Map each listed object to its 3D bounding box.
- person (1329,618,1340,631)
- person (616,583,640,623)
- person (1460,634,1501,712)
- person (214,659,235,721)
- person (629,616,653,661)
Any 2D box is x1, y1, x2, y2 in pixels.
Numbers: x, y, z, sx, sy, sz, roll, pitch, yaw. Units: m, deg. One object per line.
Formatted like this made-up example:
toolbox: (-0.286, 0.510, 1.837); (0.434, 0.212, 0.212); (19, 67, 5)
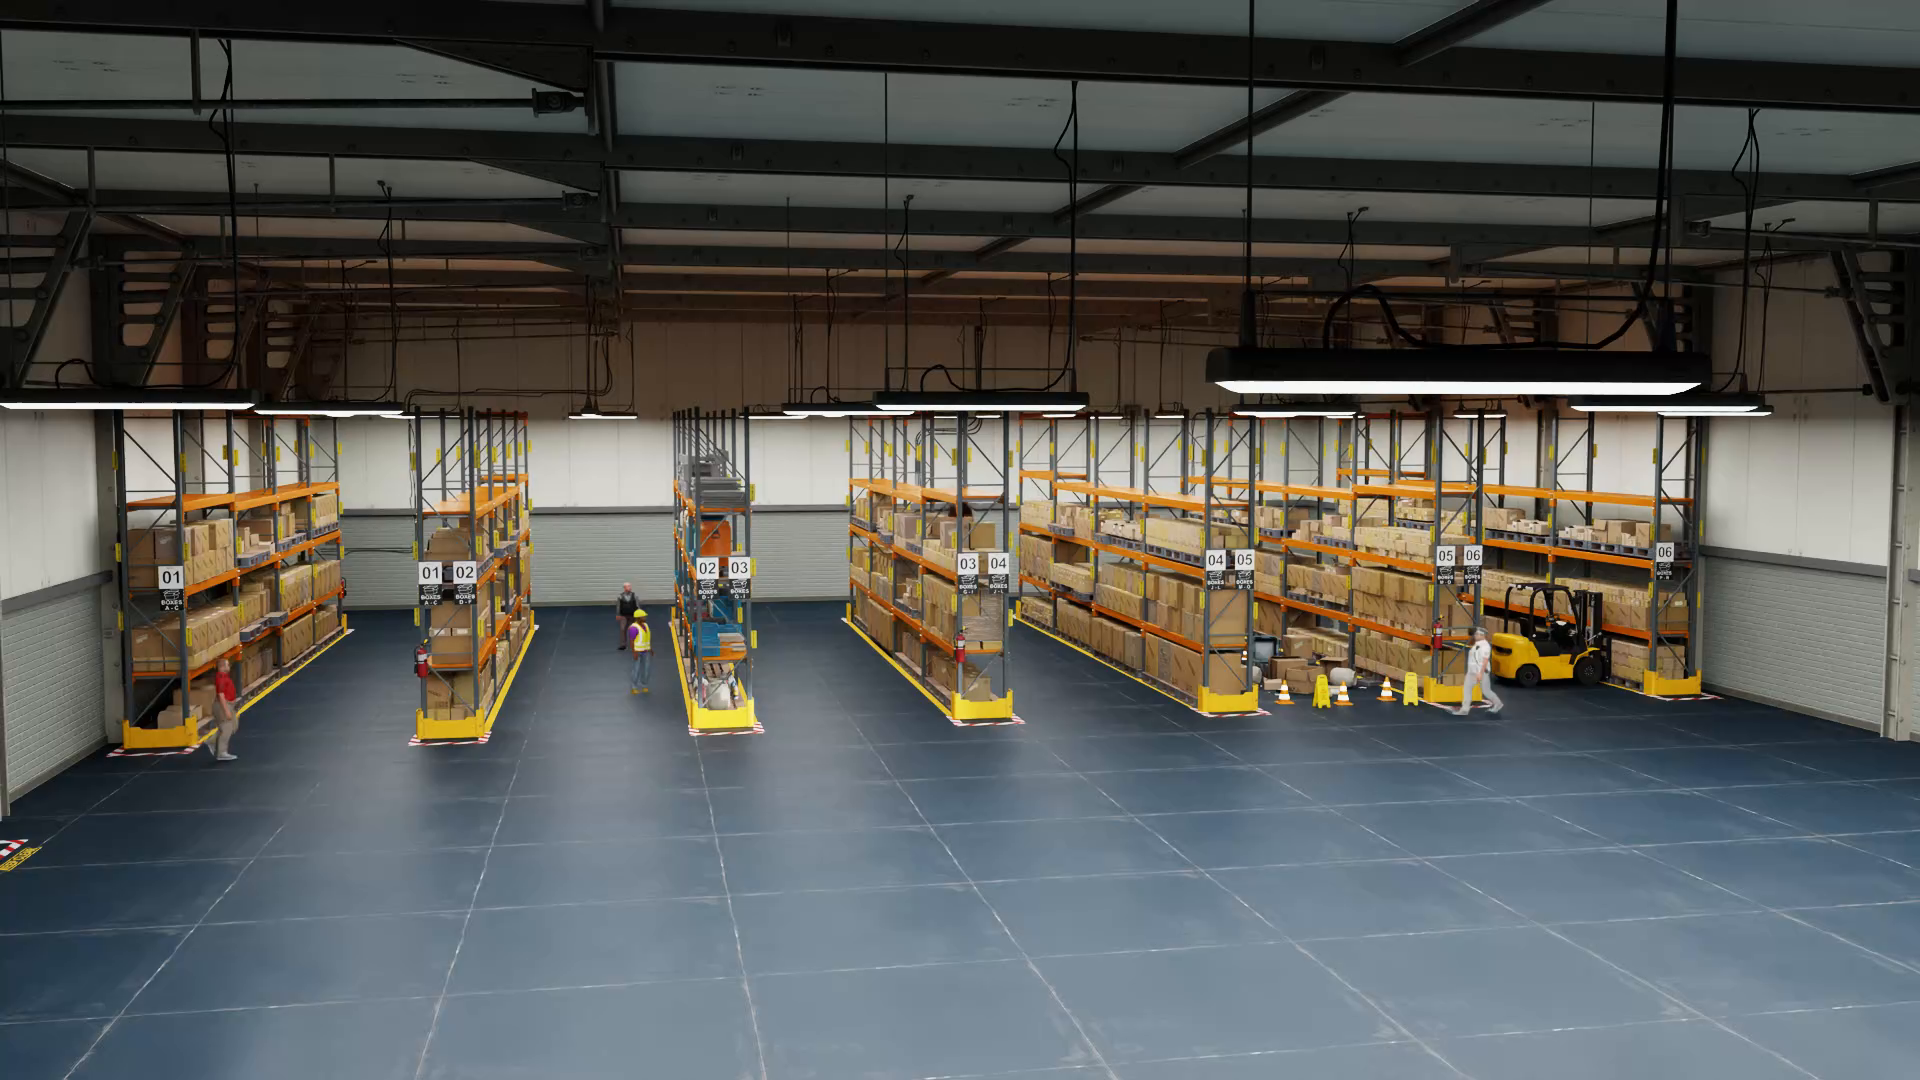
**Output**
person: (10.162, 1.788, 45.368); (0.338, 1.420, 0.456); (0, 4, -4)
person: (-8.351, 1.586, 41.832); (0.628, 1.019, 0.385); (1, 4, 9)
person: (10.164, 2.589, 32.372); (0.787, 1.558, 0.508); (-2, 5, -29)
person: (-12.406, 2.507, 28.019); (0.351, 1.023, 0.576); (-1, 4, -14)
person: (-6.729, 2.012, 35.029); (0.371, 1.033, 0.615); (4, 5, 42)
